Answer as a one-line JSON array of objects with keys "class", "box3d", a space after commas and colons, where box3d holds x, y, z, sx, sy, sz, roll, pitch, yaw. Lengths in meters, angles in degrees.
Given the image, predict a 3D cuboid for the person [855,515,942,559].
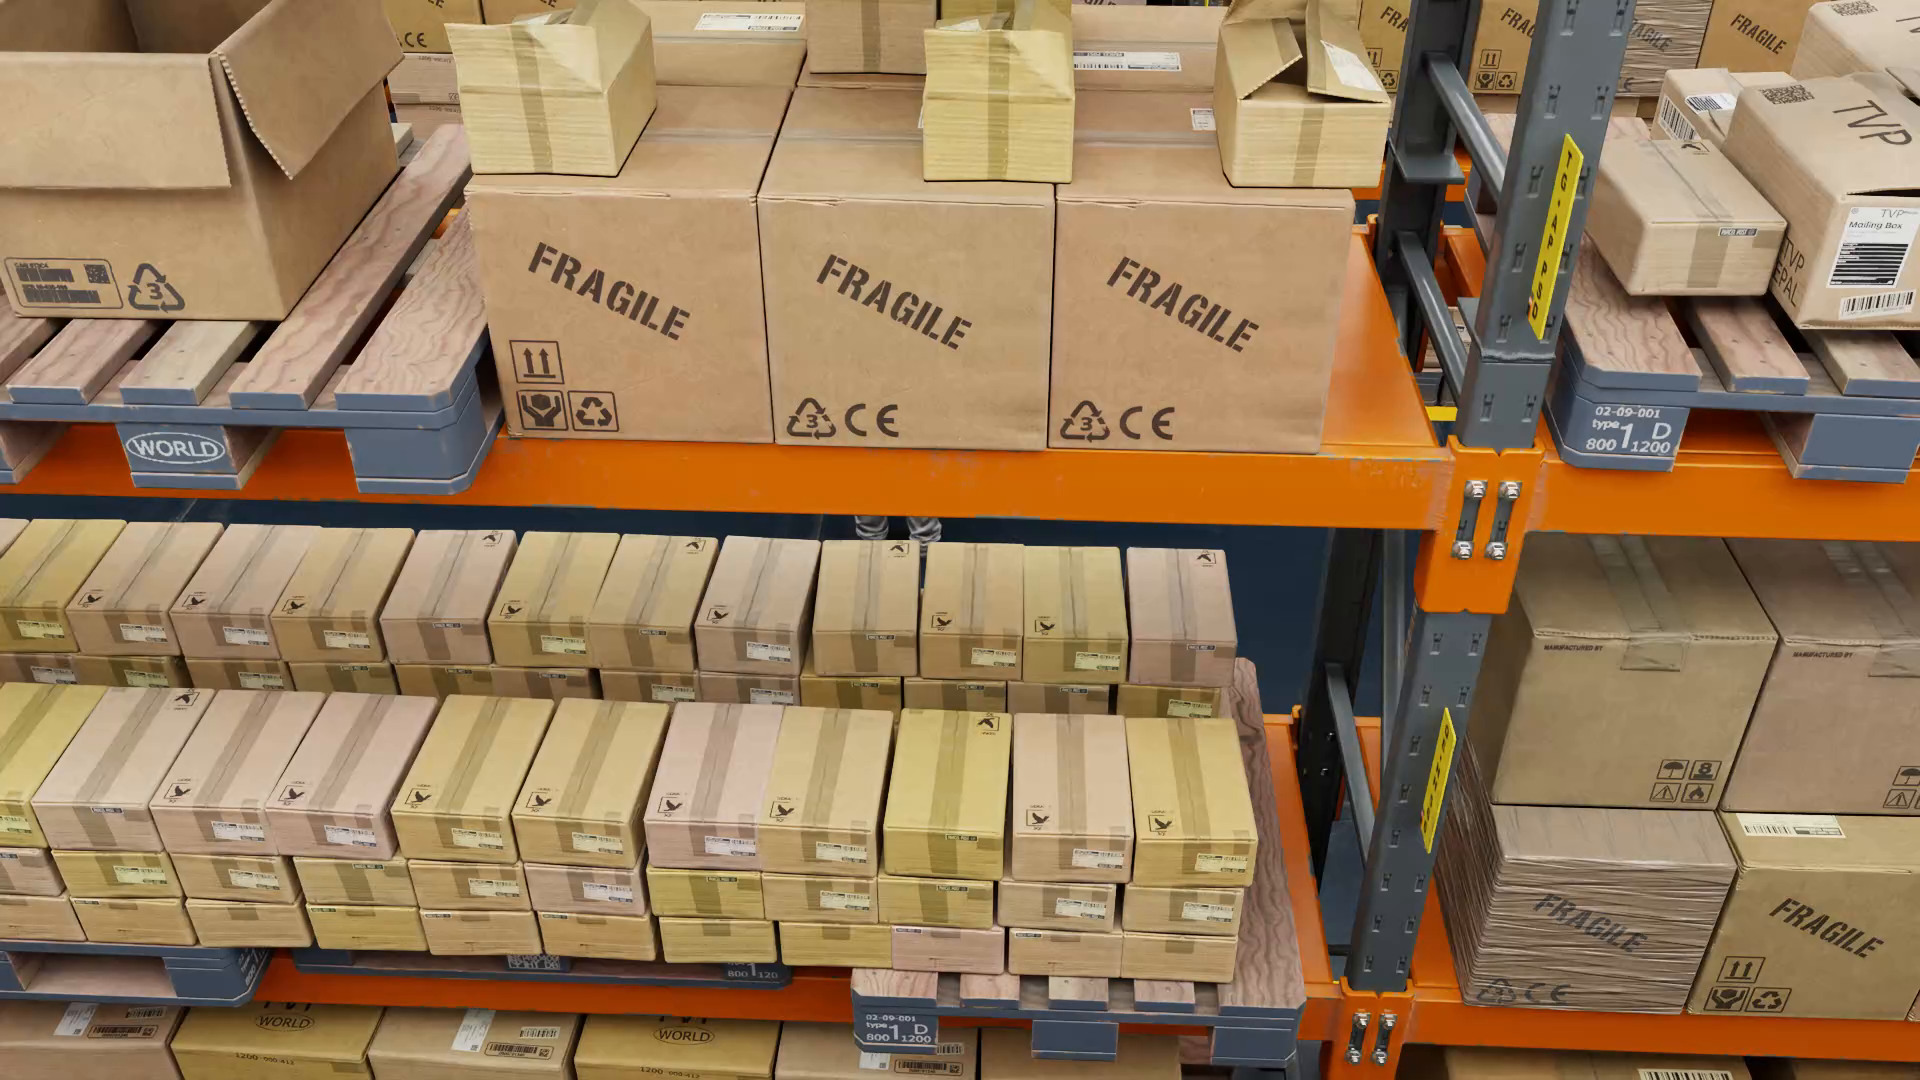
[{"class": "person", "box3d": [-0.302, -0.762, 7.202, 0.489, 1.781, 0.573, 2, 35, 2]}]
